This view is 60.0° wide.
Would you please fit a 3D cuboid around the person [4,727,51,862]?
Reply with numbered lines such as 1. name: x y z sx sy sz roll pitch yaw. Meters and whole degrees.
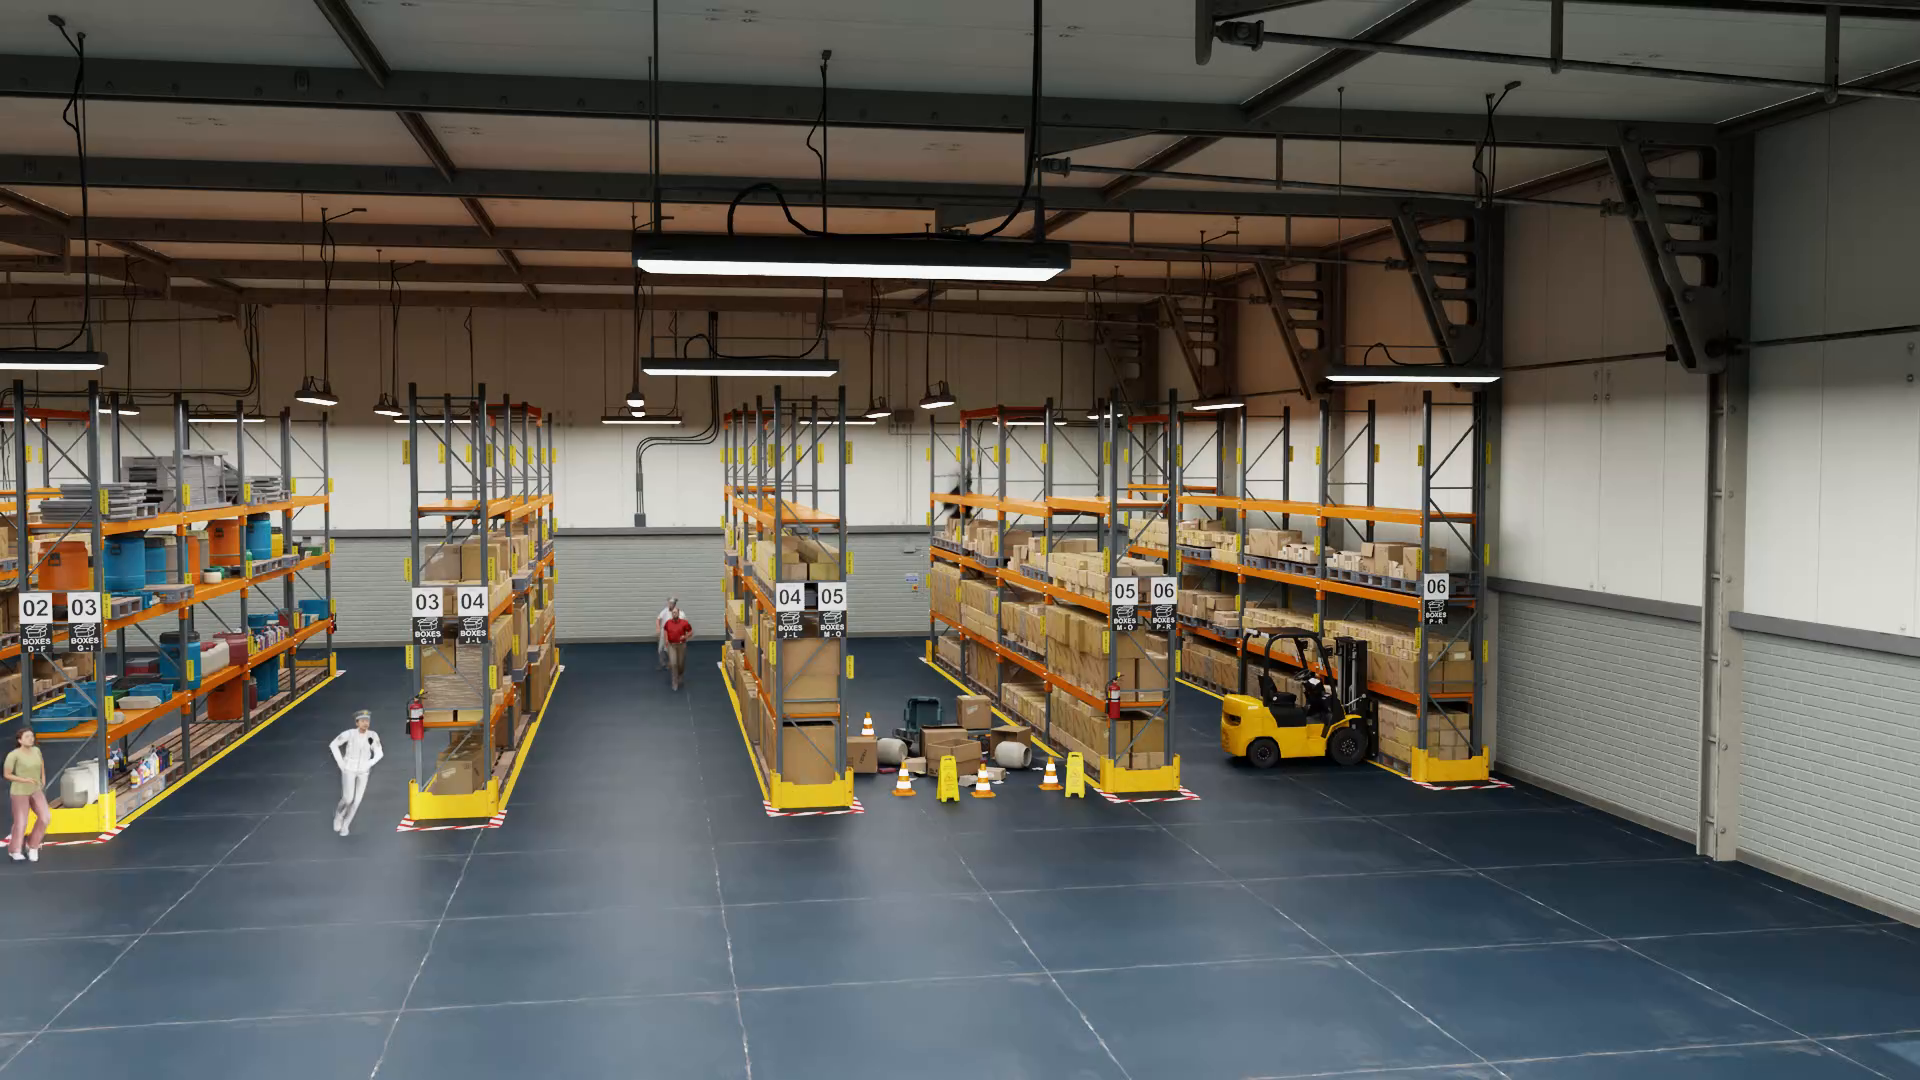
1. person: -11.477 3.140 20.494 0.648 1.679 0.599 2 3 29

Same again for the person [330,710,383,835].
1. person: -7.963 3.071 22.022 0.625 1.656 0.491 -2 3 -33

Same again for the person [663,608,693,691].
1. person: -6.073 2.338 35.775 0.650 1.741 0.857 0 3 -4

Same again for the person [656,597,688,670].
1. person: -6.778 2.178 38.741 0.685 1.712 0.557 1 3 13
